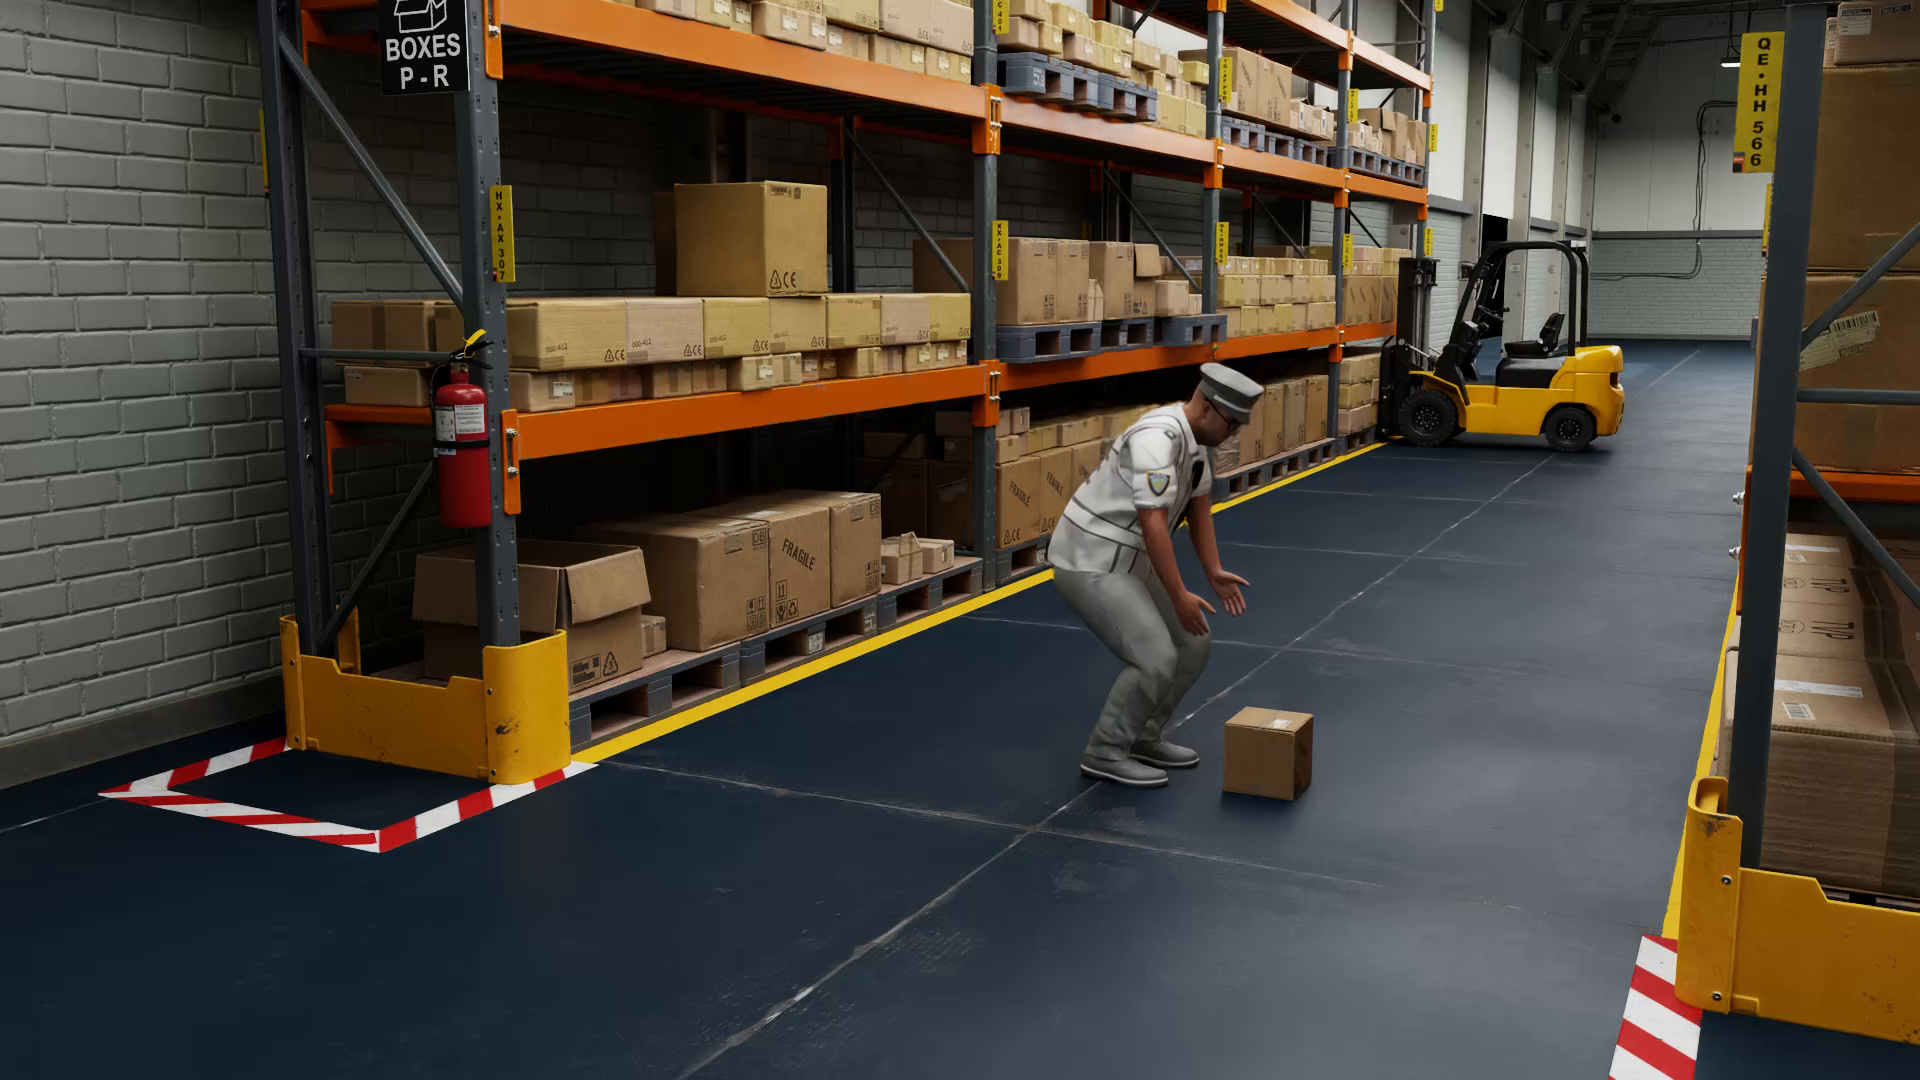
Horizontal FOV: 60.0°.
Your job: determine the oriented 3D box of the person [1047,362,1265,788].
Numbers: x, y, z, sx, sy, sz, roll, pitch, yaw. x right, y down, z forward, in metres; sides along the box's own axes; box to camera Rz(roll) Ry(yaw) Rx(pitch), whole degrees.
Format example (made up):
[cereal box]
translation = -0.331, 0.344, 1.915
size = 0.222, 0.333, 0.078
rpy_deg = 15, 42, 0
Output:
[person]
translation = 0.712, 0.109, 6.005
size = 0.750, 1.496, 0.588
rpy_deg = 4, 10, 26
